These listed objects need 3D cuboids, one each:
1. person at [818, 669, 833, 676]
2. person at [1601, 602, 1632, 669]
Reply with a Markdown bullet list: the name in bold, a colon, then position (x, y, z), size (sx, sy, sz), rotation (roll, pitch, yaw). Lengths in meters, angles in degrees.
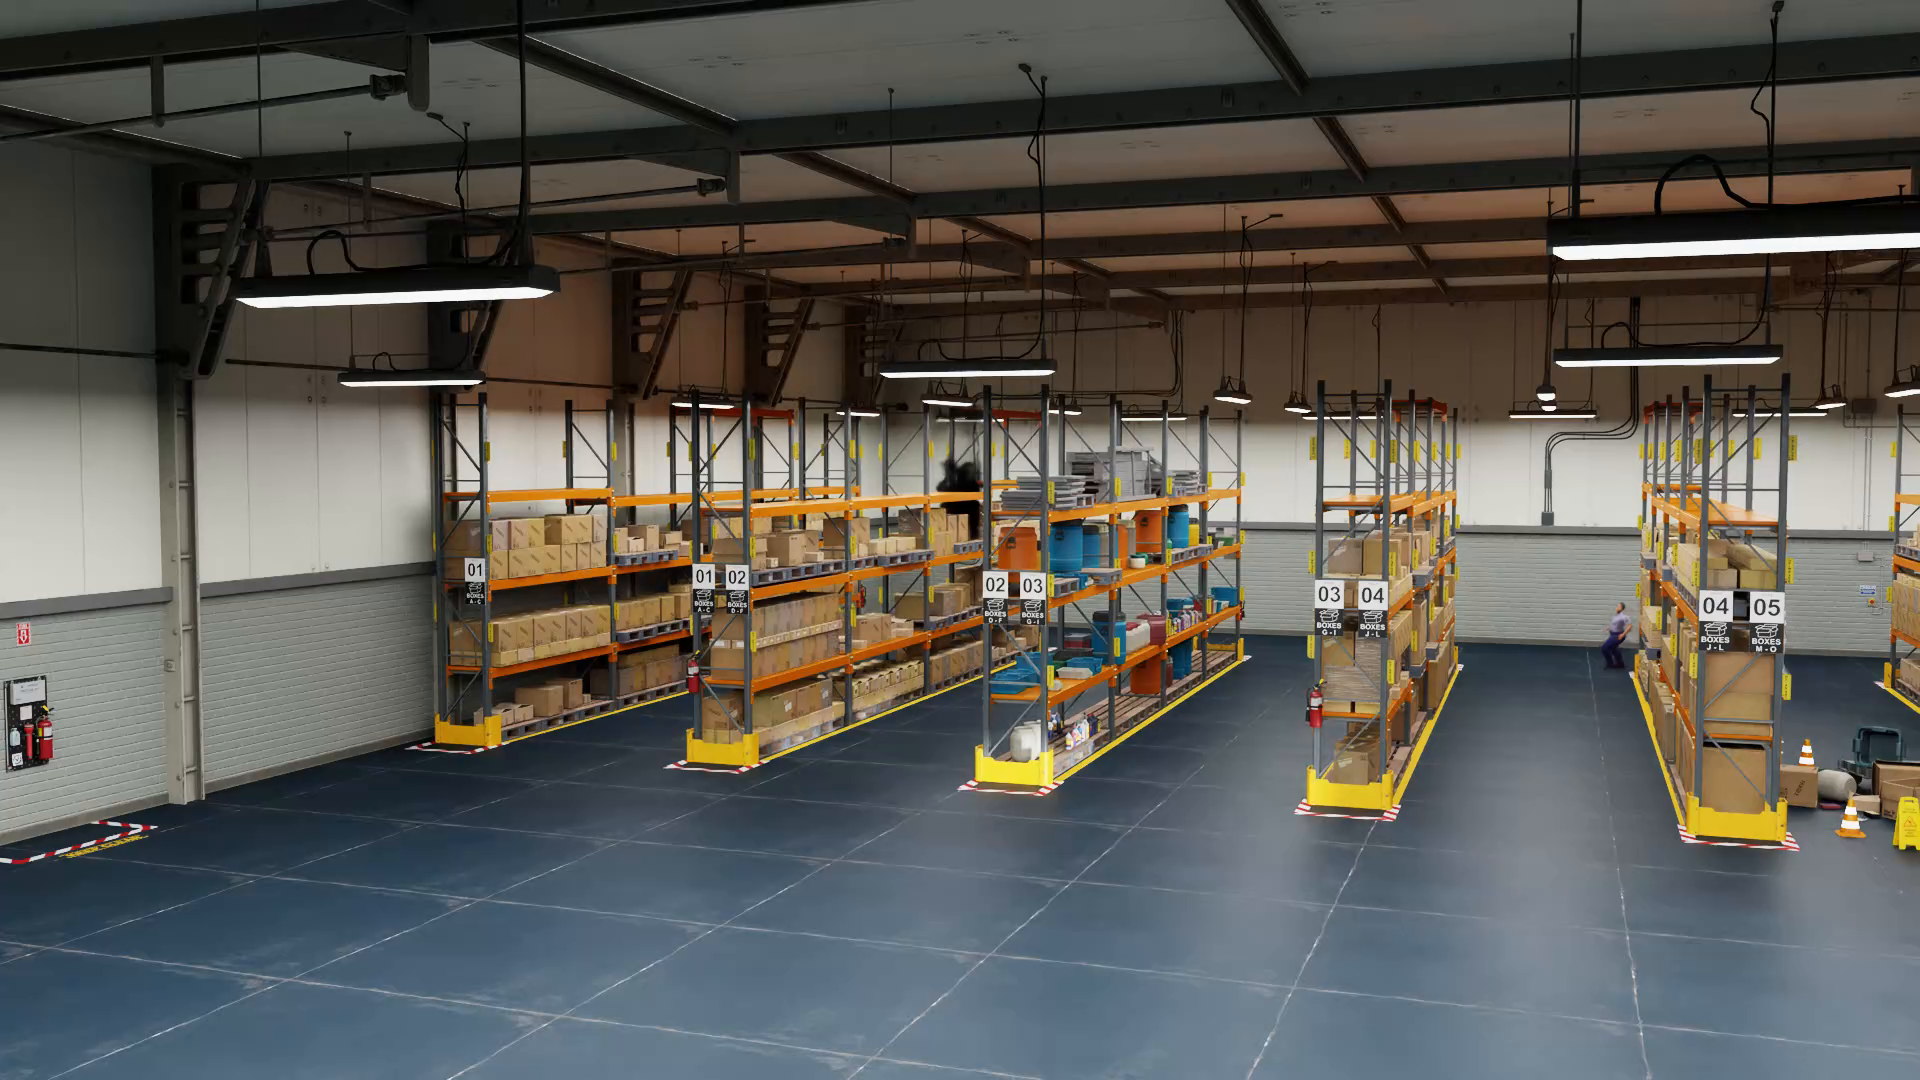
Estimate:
- **person**: position (-2.728, 2.337, 33.867), size (0.692, 1.718, 0.603), rotation (1, 3, 15)
- **person**: position (15.041, 2.212, 38.142), size (0.643, 1.601, 0.743), rotation (1, 3, 17)
